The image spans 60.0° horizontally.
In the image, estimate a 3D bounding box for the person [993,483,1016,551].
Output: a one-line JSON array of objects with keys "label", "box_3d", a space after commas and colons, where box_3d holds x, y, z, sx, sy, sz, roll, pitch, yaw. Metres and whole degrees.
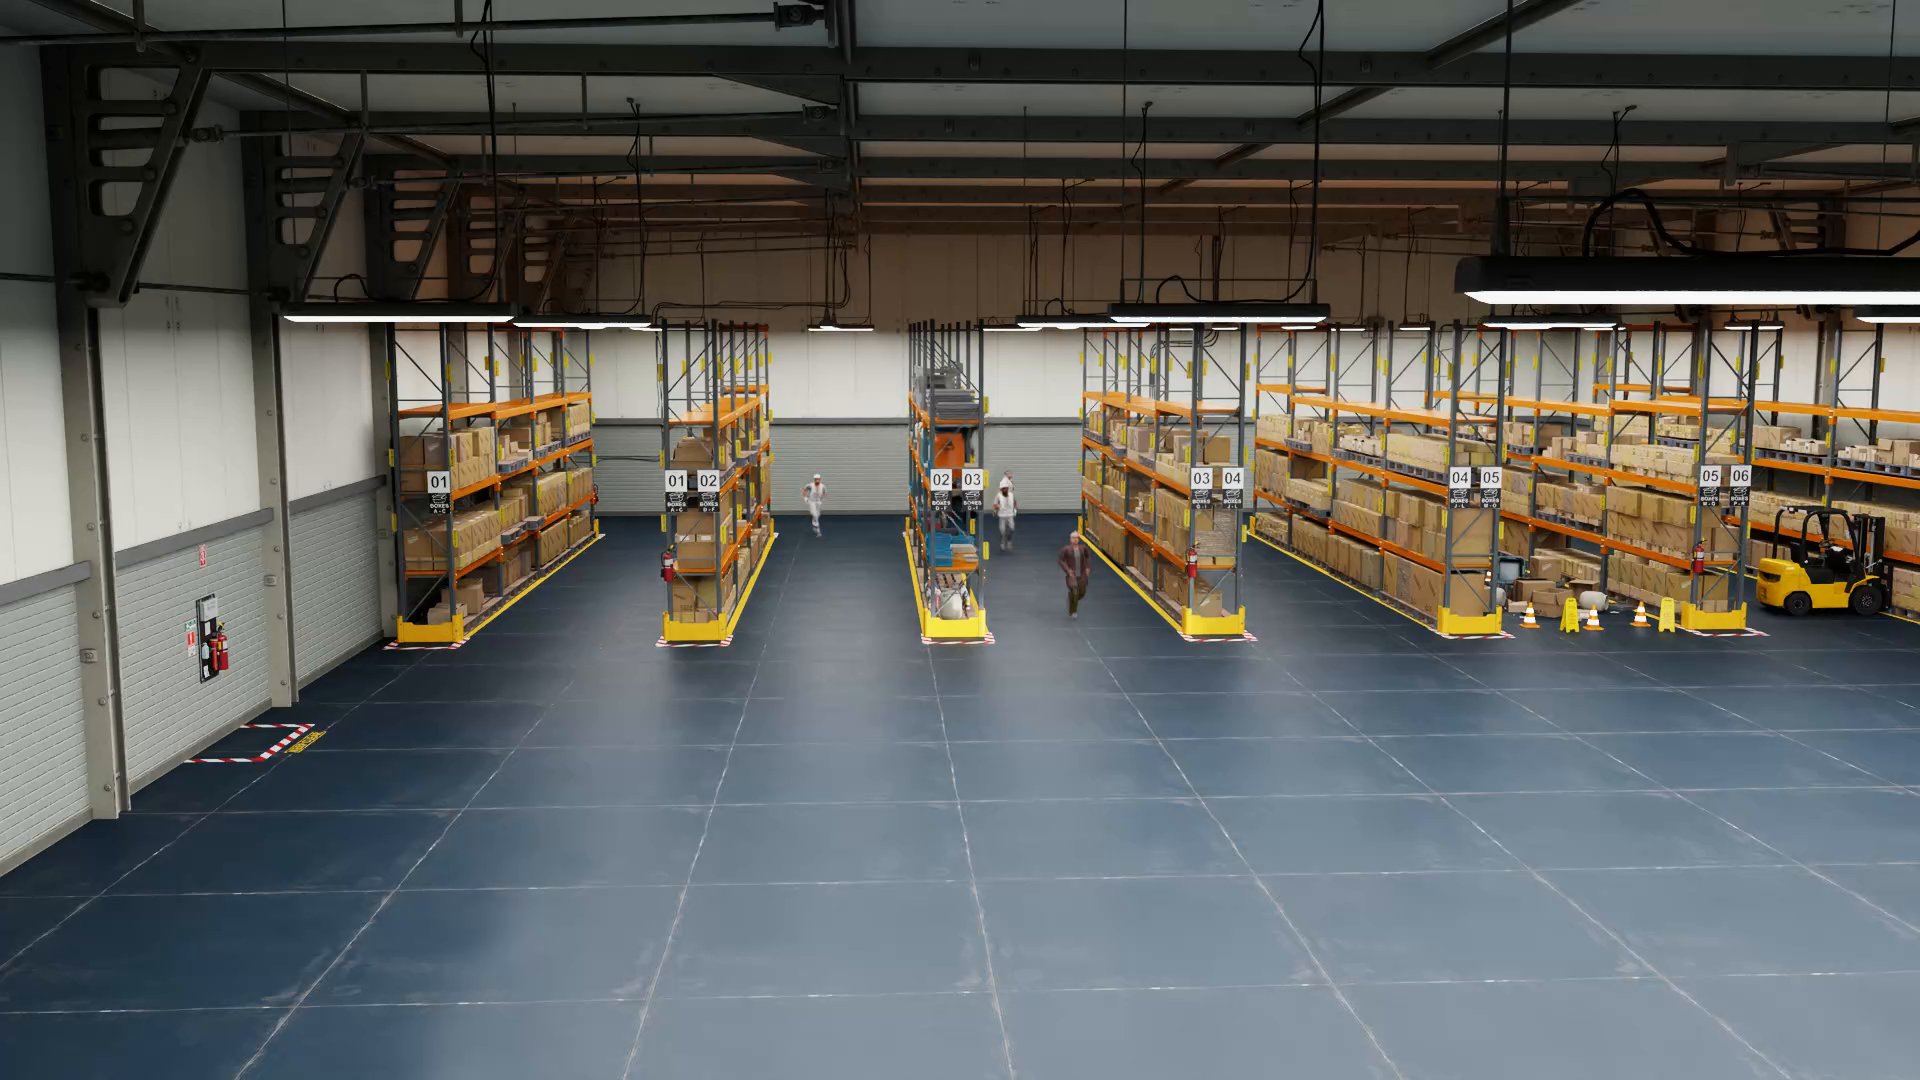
[{"label": "person", "box_3d": [1.213, -0.601, 44.063, 0.700, 1.789, 0.688, -1, 7, -12]}]

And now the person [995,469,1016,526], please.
[{"label": "person", "box_3d": [1.389, -1.278, 49.912, 0.673, 1.740, 0.702, 2, 7, 18]}]

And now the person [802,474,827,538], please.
[{"label": "person", "box_3d": [-4.109, -0.986, 47.241, 0.684, 1.795, 0.929, -3, 8, -24]}]

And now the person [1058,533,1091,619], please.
[{"label": "person", "box_3d": [2.324, 0.712, 33.691, 0.723, 1.748, 0.713, -2, 7, -15]}]
